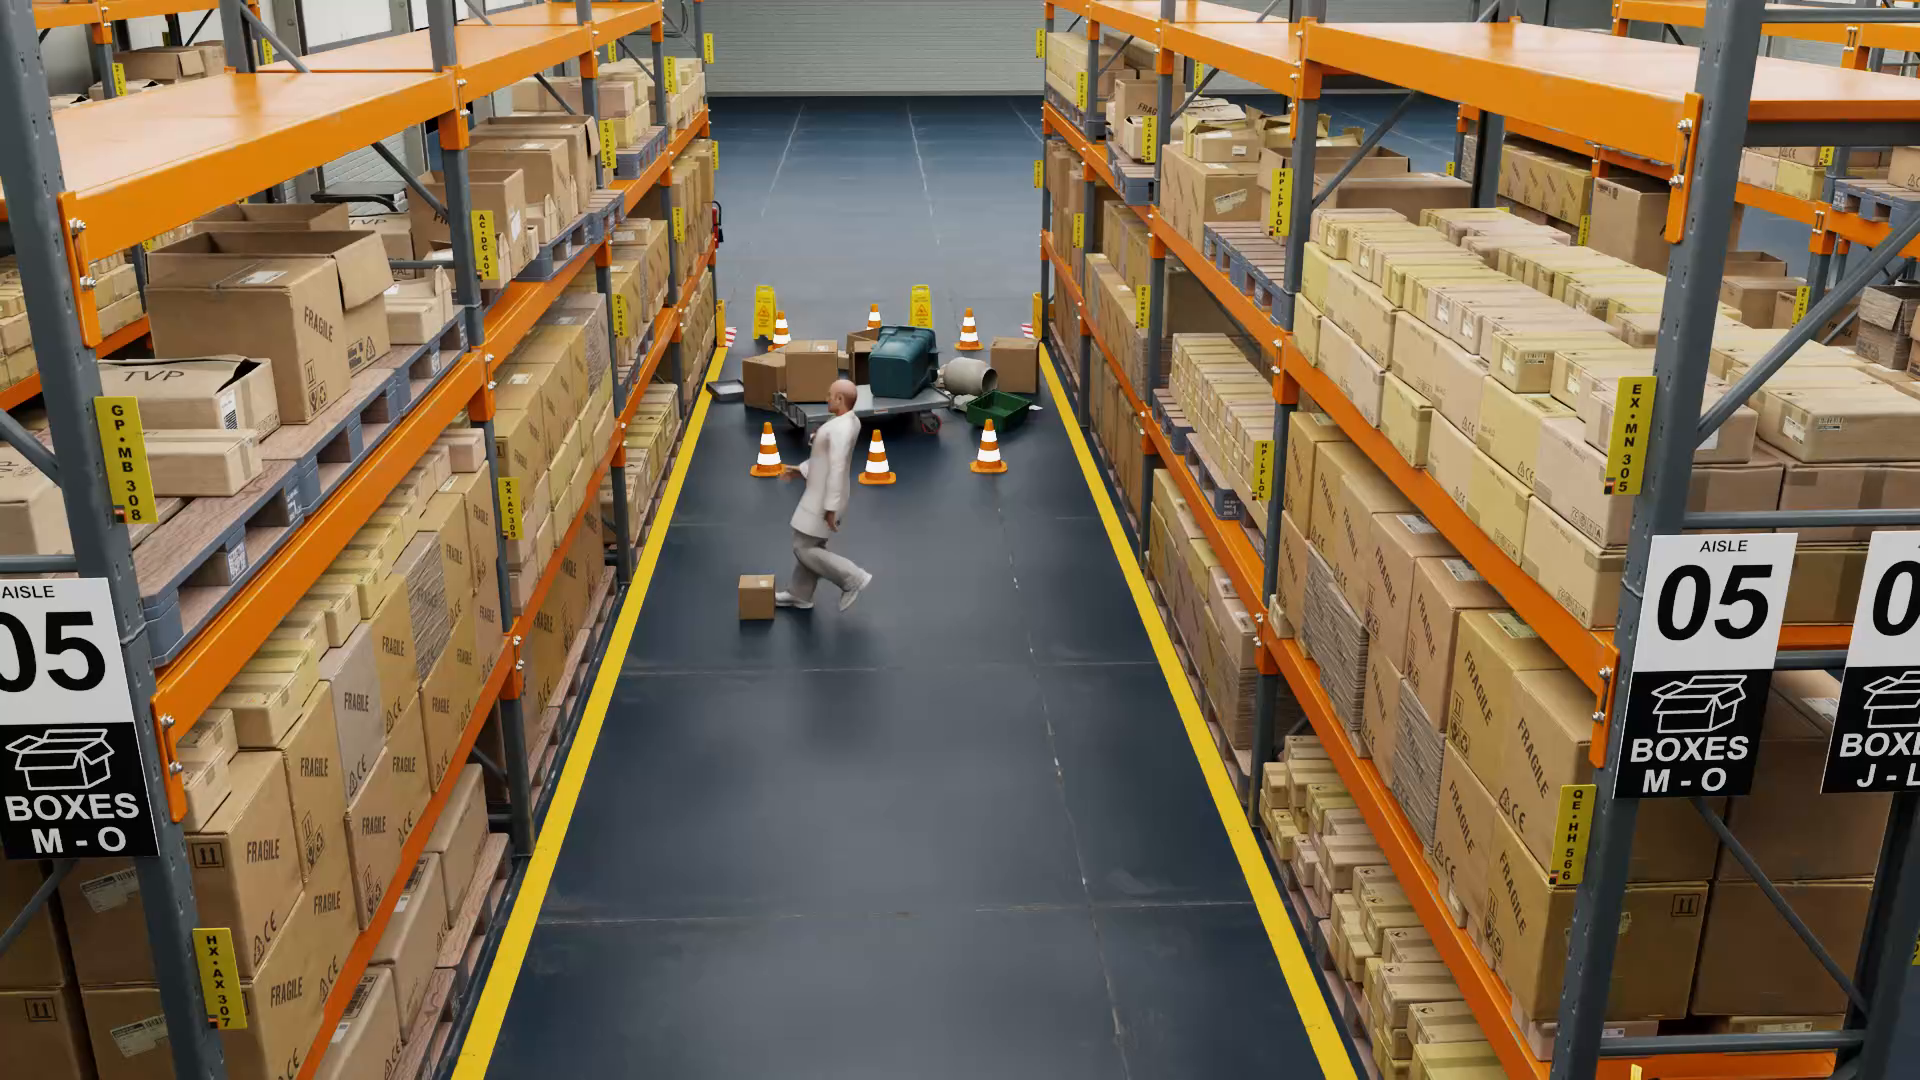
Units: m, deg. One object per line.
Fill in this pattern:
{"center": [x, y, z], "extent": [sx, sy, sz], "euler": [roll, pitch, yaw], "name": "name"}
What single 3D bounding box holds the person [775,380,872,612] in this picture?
{"center": [-1.041, -0.300, 11.941], "extent": [0.838, 1.729, 0.667], "euler": [3, 20, 8], "name": "person"}
